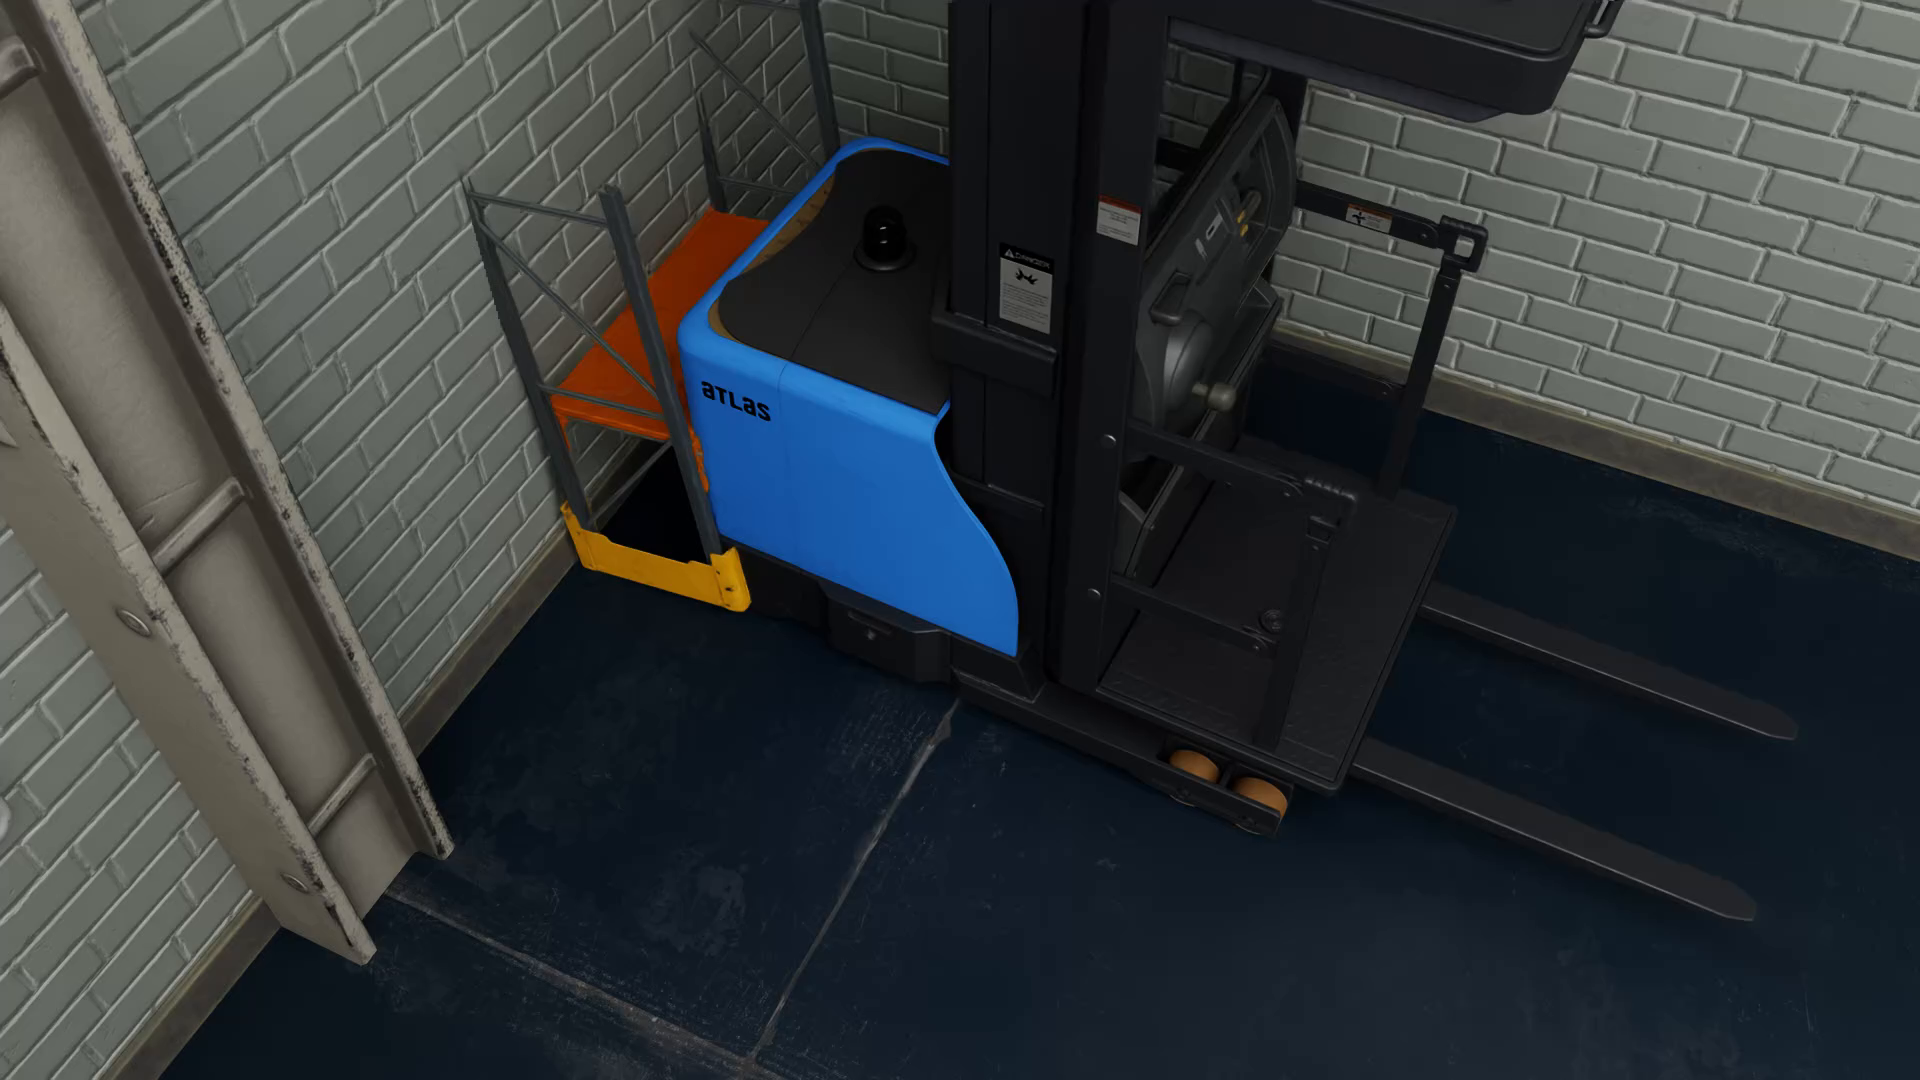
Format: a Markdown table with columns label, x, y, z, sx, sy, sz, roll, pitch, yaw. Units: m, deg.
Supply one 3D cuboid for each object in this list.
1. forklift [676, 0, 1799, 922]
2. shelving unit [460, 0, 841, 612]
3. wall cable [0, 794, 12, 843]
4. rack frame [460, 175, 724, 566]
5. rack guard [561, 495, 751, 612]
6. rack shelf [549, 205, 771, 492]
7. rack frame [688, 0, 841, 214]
| label | x | y | z | sx | sy | sz | roll | pitch | yaw |
| --- | --- | --- | --- | --- | --- | --- | --- | --- | --- |
| forklift | 0.789 | -0.611 | 3.845 | 3.031 | 2.935 | 1.130 | 22 | 53 | 17 |
| shelving unit | -0.766 | -0.732 | 4.850 | 0.587 | 1.500 | 1.083 | 15 | 51 | 19 |
| wall cable | -2.278 | 0.568 | 2.130 | 0.084 | 1.984 | 1.851 | 20 | 52 | 16 |
| rack frame | -0.971 | -0.372 | 4.541 | 0.500 | 1.500 | 0.032 | 15 | 51 | 19 |
| rack guard | -0.910 | 0.037 | 5.009 | 0.587 | 0.250 | 0.087 | 15 | 51 | 19 |
| rack shelf | -0.754 | -0.604 | 4.976 | 0.538 | 0.185 | 1.000 | 15 | 51 | 19 |
| rack frame | -0.568 | -1.080 | 5.148 | 0.500 | 1.500 | 0.032 | 15 | 51 | 19 |
